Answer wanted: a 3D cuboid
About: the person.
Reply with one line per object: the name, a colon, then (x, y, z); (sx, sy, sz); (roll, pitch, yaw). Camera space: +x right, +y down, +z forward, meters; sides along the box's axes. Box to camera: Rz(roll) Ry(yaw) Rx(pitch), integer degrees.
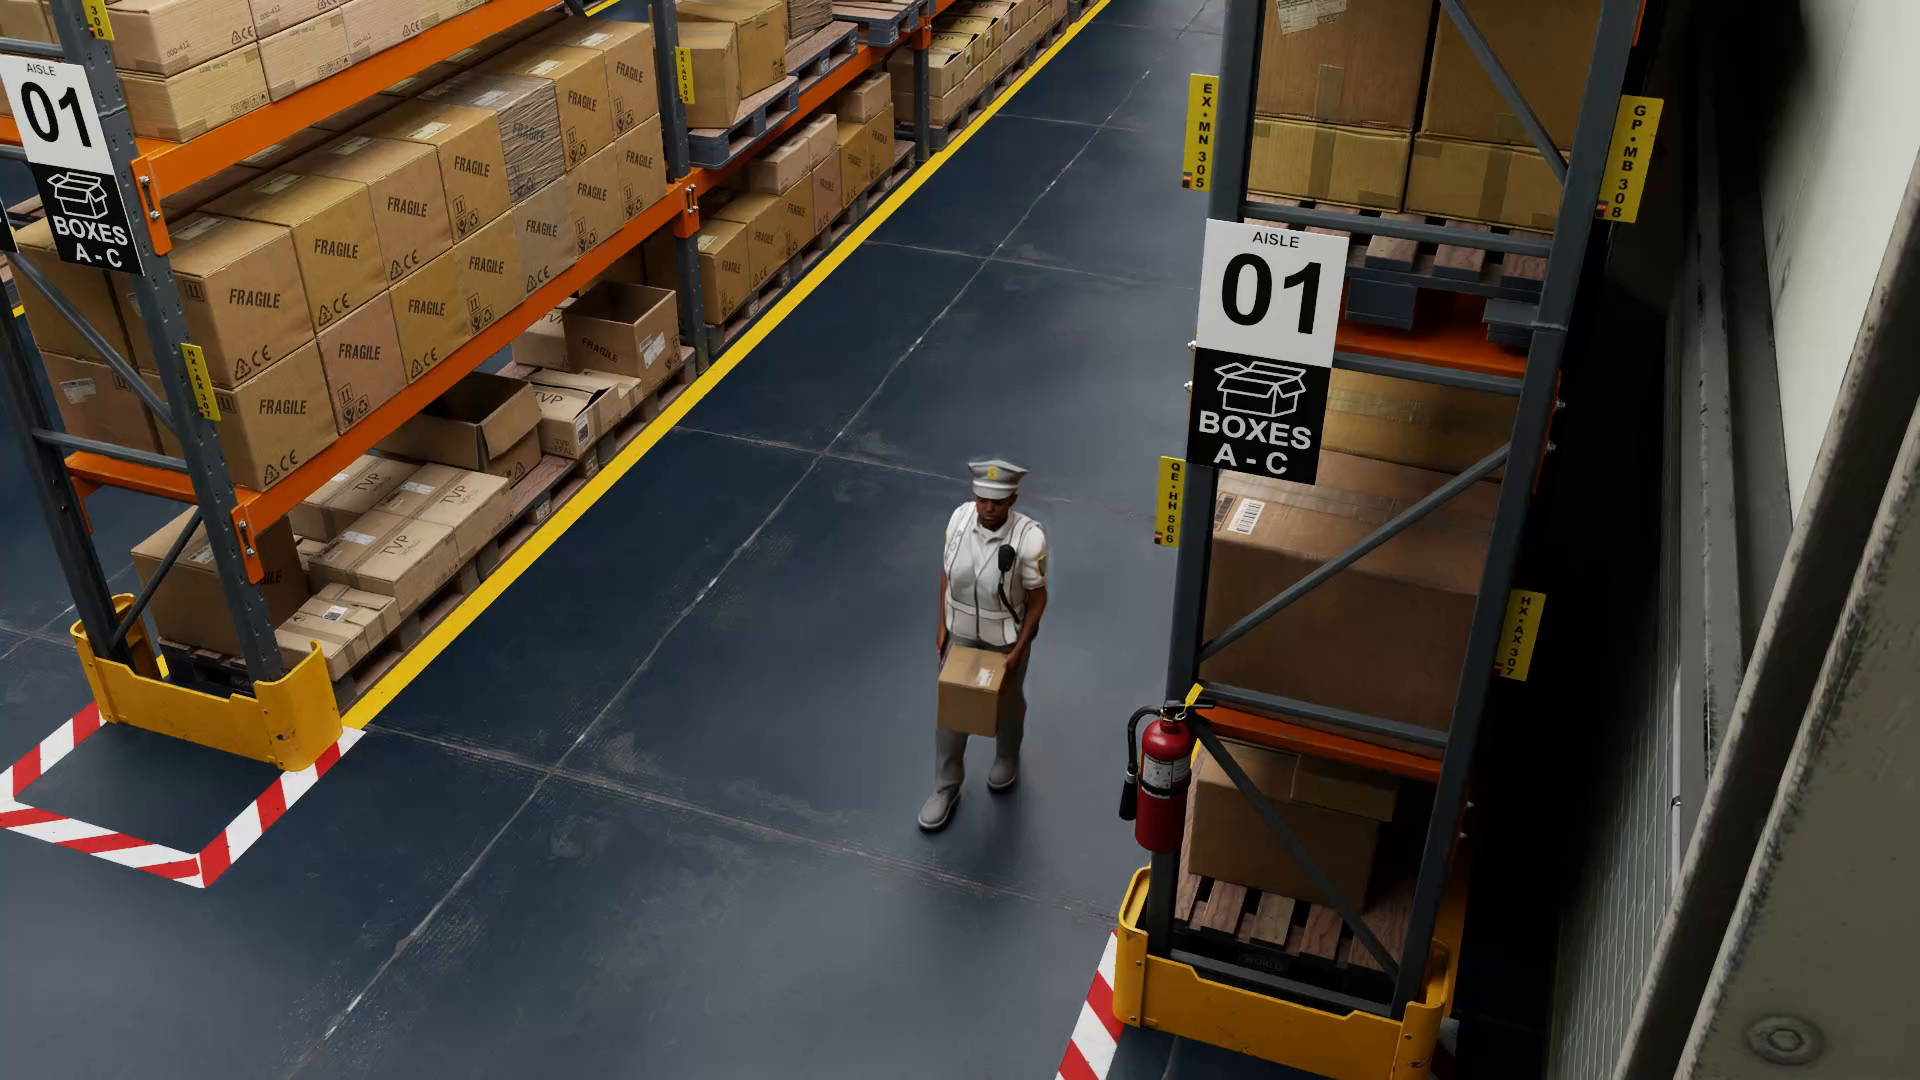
person: (0.109, 0.419, 6.882); (0.474, 1.689, 0.656); (11, 35, 16)
